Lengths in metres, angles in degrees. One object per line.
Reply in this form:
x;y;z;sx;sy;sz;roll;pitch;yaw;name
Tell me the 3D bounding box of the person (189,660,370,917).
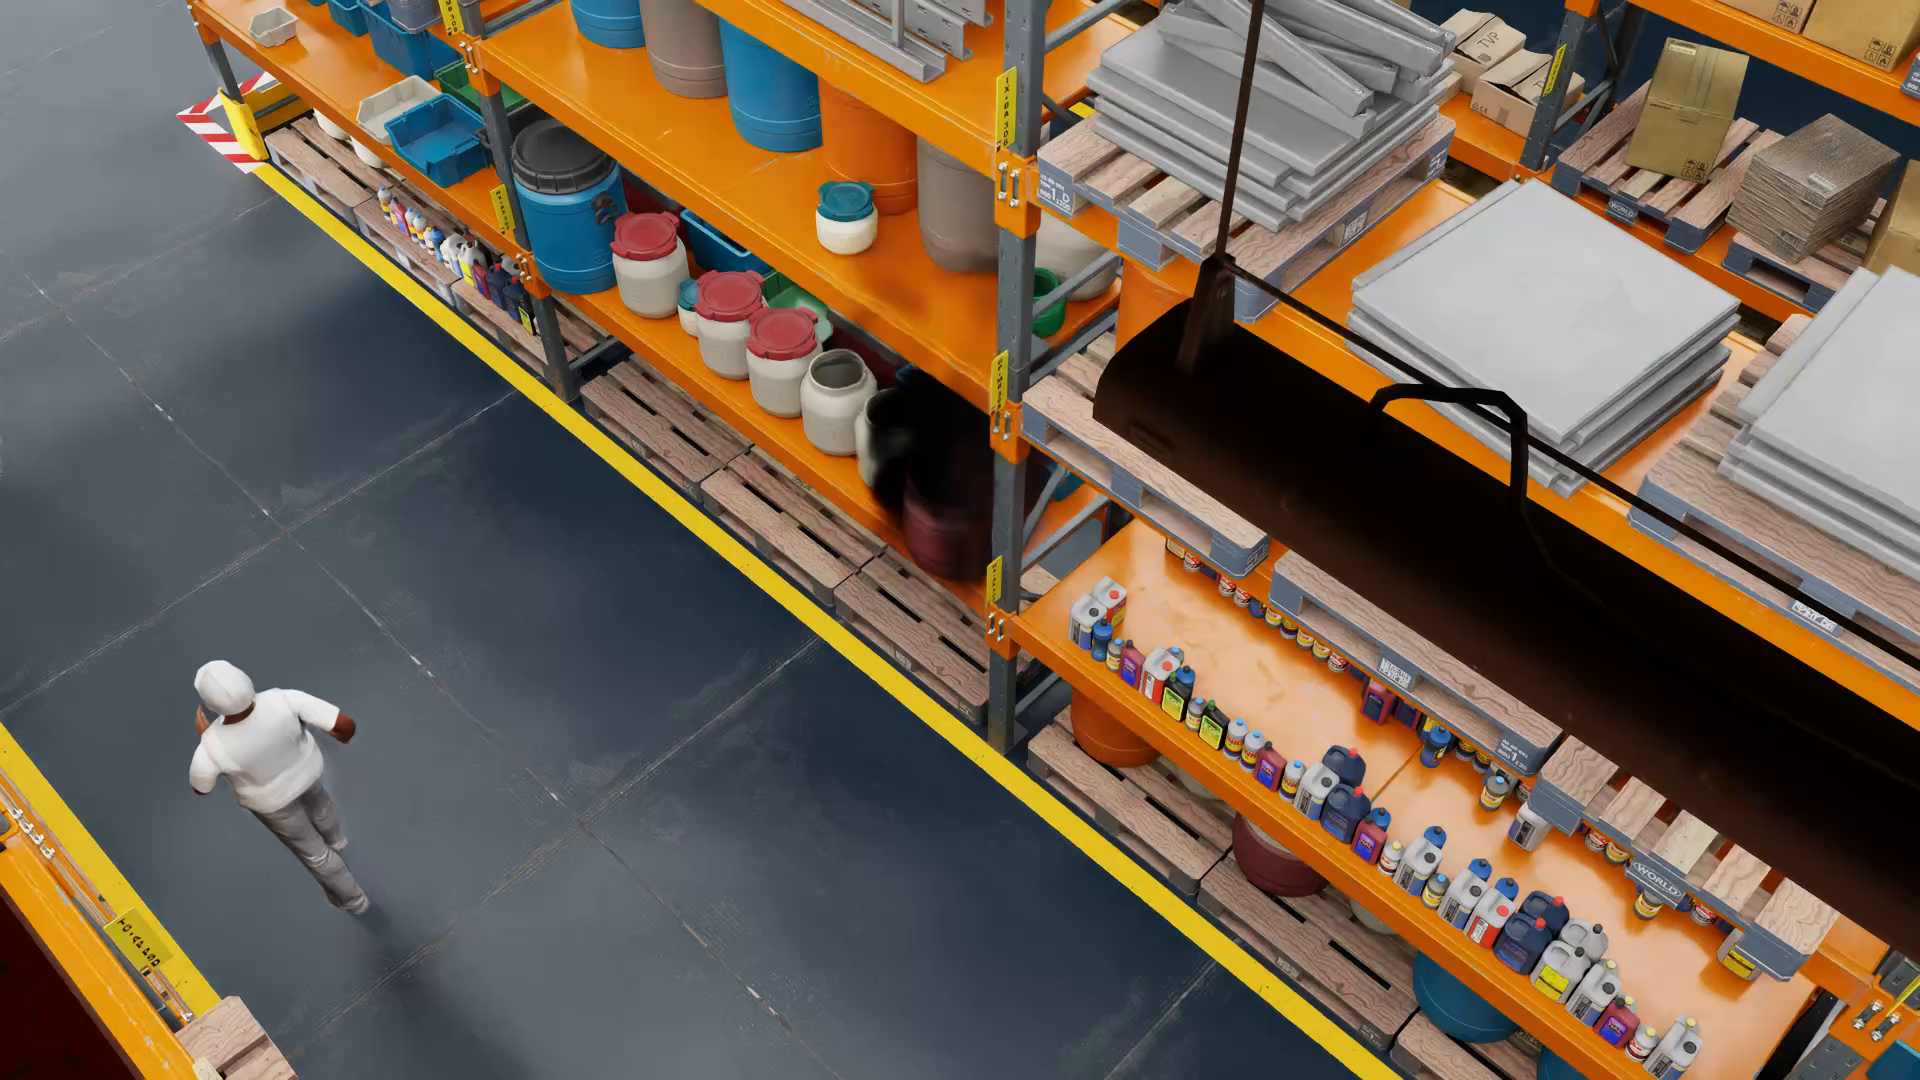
-3.219;1.160;7.914;0.742;1.885;0.677;30;56;23;person
